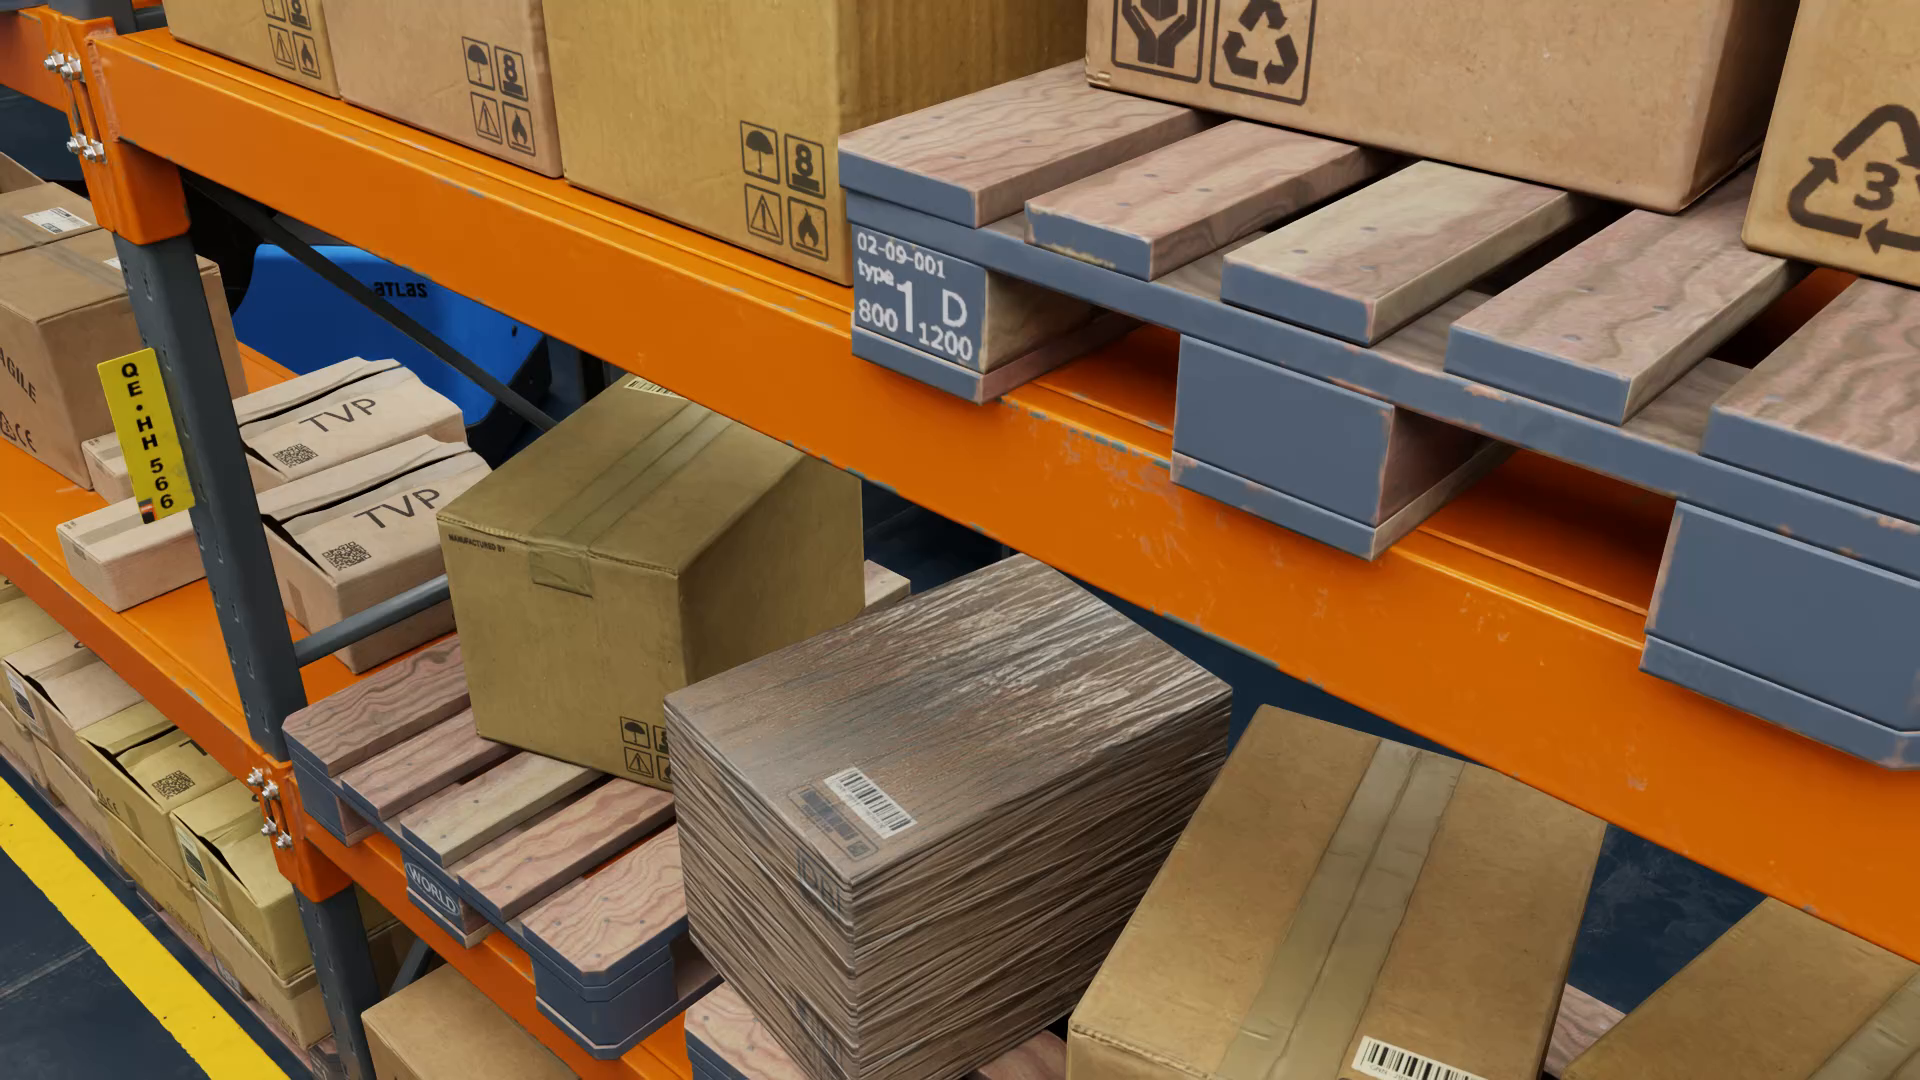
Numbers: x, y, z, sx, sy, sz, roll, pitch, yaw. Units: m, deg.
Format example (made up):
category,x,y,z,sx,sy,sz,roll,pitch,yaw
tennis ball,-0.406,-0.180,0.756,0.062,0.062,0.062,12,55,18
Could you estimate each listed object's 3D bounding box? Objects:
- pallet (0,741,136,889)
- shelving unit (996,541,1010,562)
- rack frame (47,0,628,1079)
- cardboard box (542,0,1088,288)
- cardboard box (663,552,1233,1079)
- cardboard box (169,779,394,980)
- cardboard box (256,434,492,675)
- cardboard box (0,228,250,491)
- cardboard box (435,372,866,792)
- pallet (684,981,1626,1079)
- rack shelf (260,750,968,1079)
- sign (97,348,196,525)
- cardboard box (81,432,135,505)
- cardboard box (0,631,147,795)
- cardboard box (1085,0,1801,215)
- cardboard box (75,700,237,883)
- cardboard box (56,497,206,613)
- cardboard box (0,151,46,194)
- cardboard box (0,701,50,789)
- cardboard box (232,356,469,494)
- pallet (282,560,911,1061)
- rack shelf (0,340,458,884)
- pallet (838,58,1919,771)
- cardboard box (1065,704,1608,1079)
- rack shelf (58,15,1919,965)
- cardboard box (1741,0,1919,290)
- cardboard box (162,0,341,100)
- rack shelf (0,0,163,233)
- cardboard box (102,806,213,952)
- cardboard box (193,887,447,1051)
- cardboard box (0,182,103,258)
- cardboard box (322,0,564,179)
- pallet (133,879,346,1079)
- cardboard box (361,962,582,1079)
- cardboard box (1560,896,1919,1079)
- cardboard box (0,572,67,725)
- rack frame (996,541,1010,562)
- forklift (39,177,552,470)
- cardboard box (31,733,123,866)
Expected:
category,x,y,z,sx,sy,sz,roll,pitch,yaw
pallet,-2.593,0.569,5.600,1.213,0.211,1.003,25,39,35
shelving unit,-0.063,-0.672,6.412,1.048,1.500,0.538,25,39,35
rack frame,-1.108,0.096,3.682,0.127,3.000,1.000,25,39,35
cardboard box,0.001,-0.737,2.061,0.500,0.500,0.910,25,39,35
cardboard box,-0.016,0.438,2.610,0.700,0.500,0.500,-21,37,-31
cardboard box,-1.662,0.767,4.282,0.500,0.311,0.500,26,40,36
cardboard box,-1.349,-0.008,3.941,0.500,0.311,0.500,-27,40,-37
cardboard box,-2.363,-0.521,4.610,0.500,0.500,0.500,23,38,33
cardboard box,-0.566,0.048,3.257,0.500,0.500,0.700,12,33,19
pallet,0.337,0.850,2.616,1.213,0.211,1.003,25,39,35
rack shelf,0.375,1.097,2.717,4.000,0.370,1.077,25,39,35
sign,-1.478,-0.186,3.028,0.005,0.325,0.100,25,39,35
cardboard box,-2.092,-0.216,4.444,0.380,0.149,0.250,-26,40,-36
cardboard box,-2.424,0.414,4.869,0.500,0.311,0.500,25,39,35
cardboard box,0.543,-0.733,1.550,0.600,0.600,0.600,23,38,33
cardboard box,-2.052,0.590,4.577,0.500,0.311,0.500,24,39,34
cardboard box,-1.960,-0.002,4.088,0.250,0.149,0.380,25,39,35
cardboard box,-3.125,-0.876,5.201,0.500,0.500,0.500,-26,40,-36
cardboard box,-2.801,0.477,5.309,0.500,0.250,0.500,26,40,36
cardboard box,-1.641,-0.249,4.342,0.500,0.311,0.500,25,39,35
pallet,-0.559,0.386,3.386,1.003,0.211,1.213,25,39,35
rack shelf,-2.591,-0.288,5.017,4.000,0.370,1.077,25,39,35
pallet,0.650,-0.334,1.671,1.003,0.211,1.213,25,39,35
cardboard box,0.506,0.670,2.224,0.500,0.500,0.700,15,34,23
rack shelf,0.375,-0.188,1.944,4.000,0.370,1.077,25,39,35
cardboard box,1.023,-0.495,1.155,0.600,0.600,0.600,25,39,35
cardboard box,-0.762,-1.093,2.653,0.500,0.500,0.910,25,39,35
rack shelf,-2.591,-1.573,4.243,4.000,0.370,1.077,25,39,35
cardboard box,-2.047,0.829,4.724,0.500,0.250,0.500,25,39,35
cardboard box,-1.662,1.006,4.430,0.500,0.250,0.500,26,40,36
cardboard box,-2.754,-0.703,4.913,0.500,0.500,0.500,25,39,35
cardboard box,-0.384,-0.917,2.359,0.500,0.500,0.910,25,39,35
pallet,-1.692,0.991,4.899,1.213,0.211,1.003,25,39,35
cardboard box,-0.963,1.246,3.770,0.500,0.500,0.500,27,40,37
cardboard box,1.104,0.795,2.017,0.700,0.500,0.500,-22,38,-32
cardboard box,-2.794,0.240,5.159,0.500,0.311,0.500,26,40,36
rack frame,0.314,-0.496,6.120,0.032,1.500,0.500,25,39,35
forklift,-3.469,-1.779,6.863,3.031,2.935,1.130,2,31,4
cardboard box,-2.417,0.653,5.015,0.500,0.250,0.500,26,40,36
